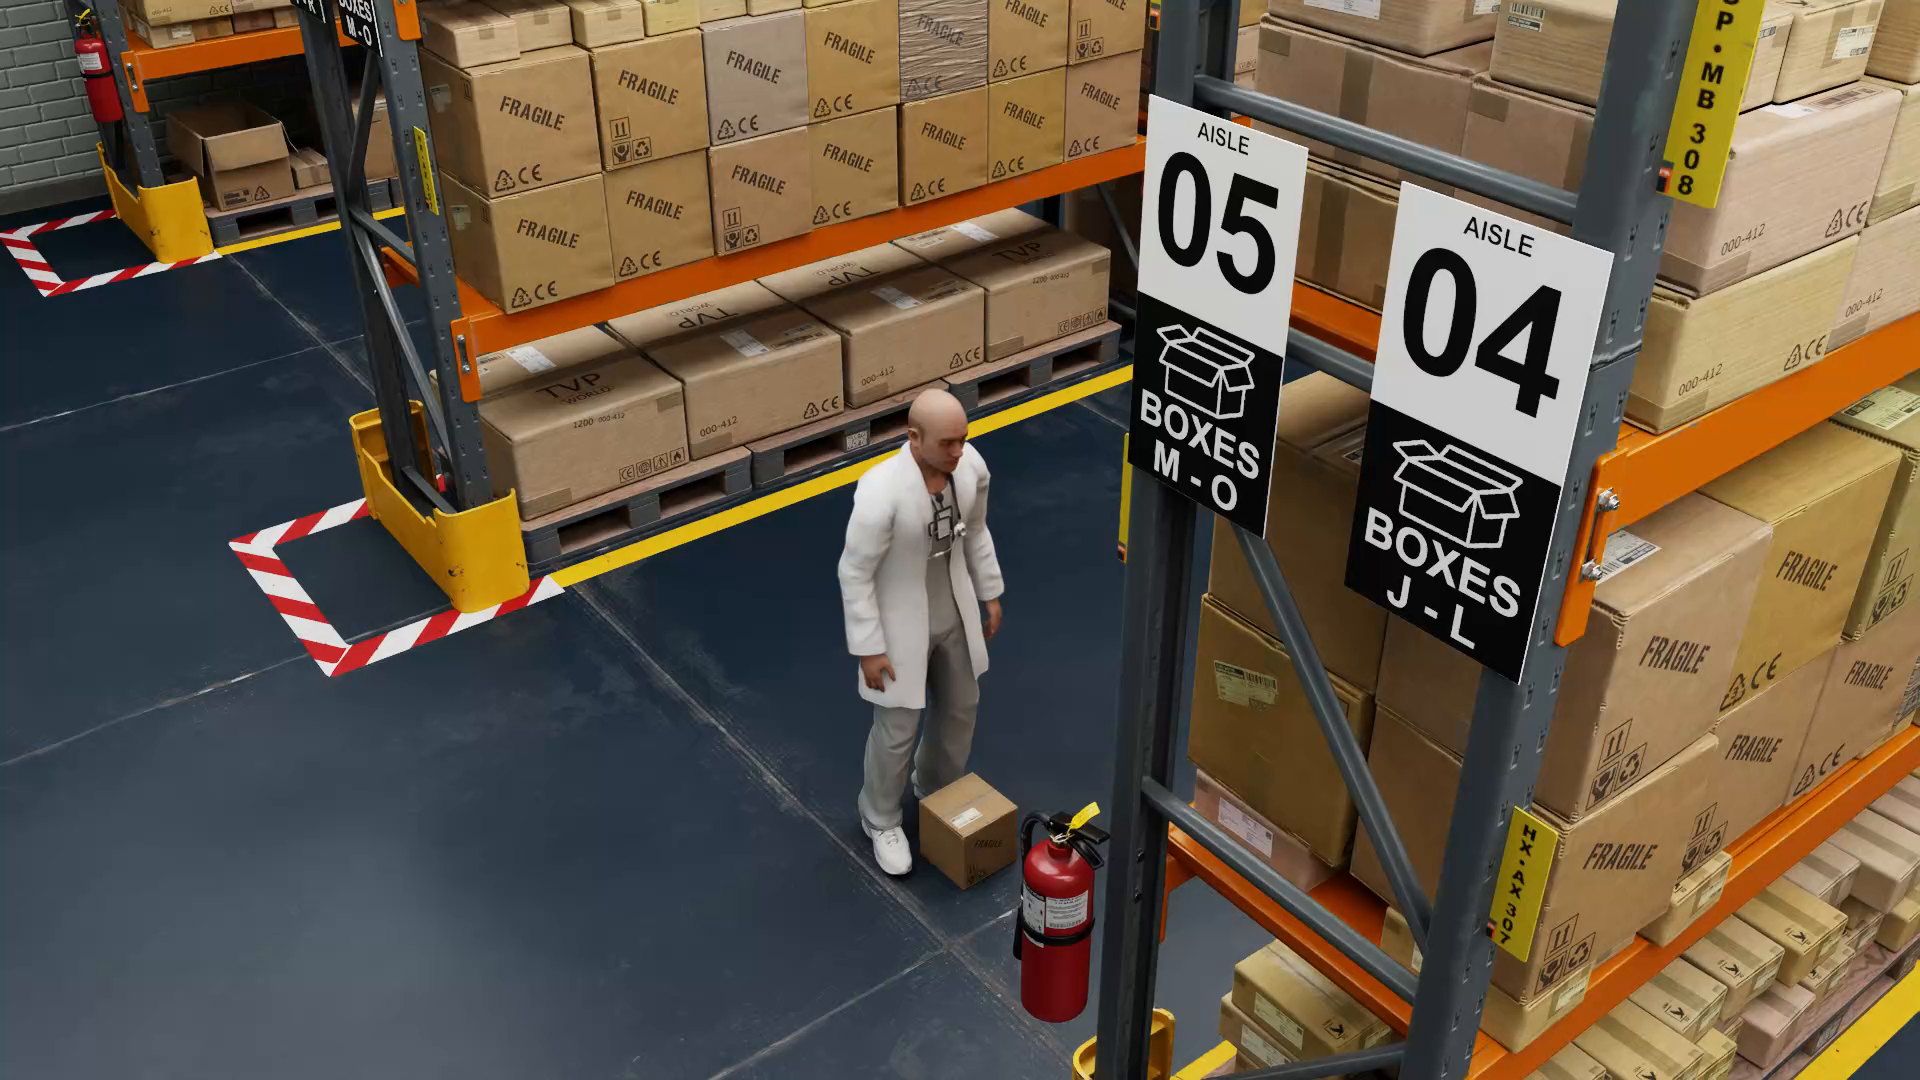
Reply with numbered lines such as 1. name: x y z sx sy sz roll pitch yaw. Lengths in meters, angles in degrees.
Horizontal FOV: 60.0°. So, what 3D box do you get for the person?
1. person: 8.351 0.715 4.994 12.570 1.775 12.570 -24 39 -33
